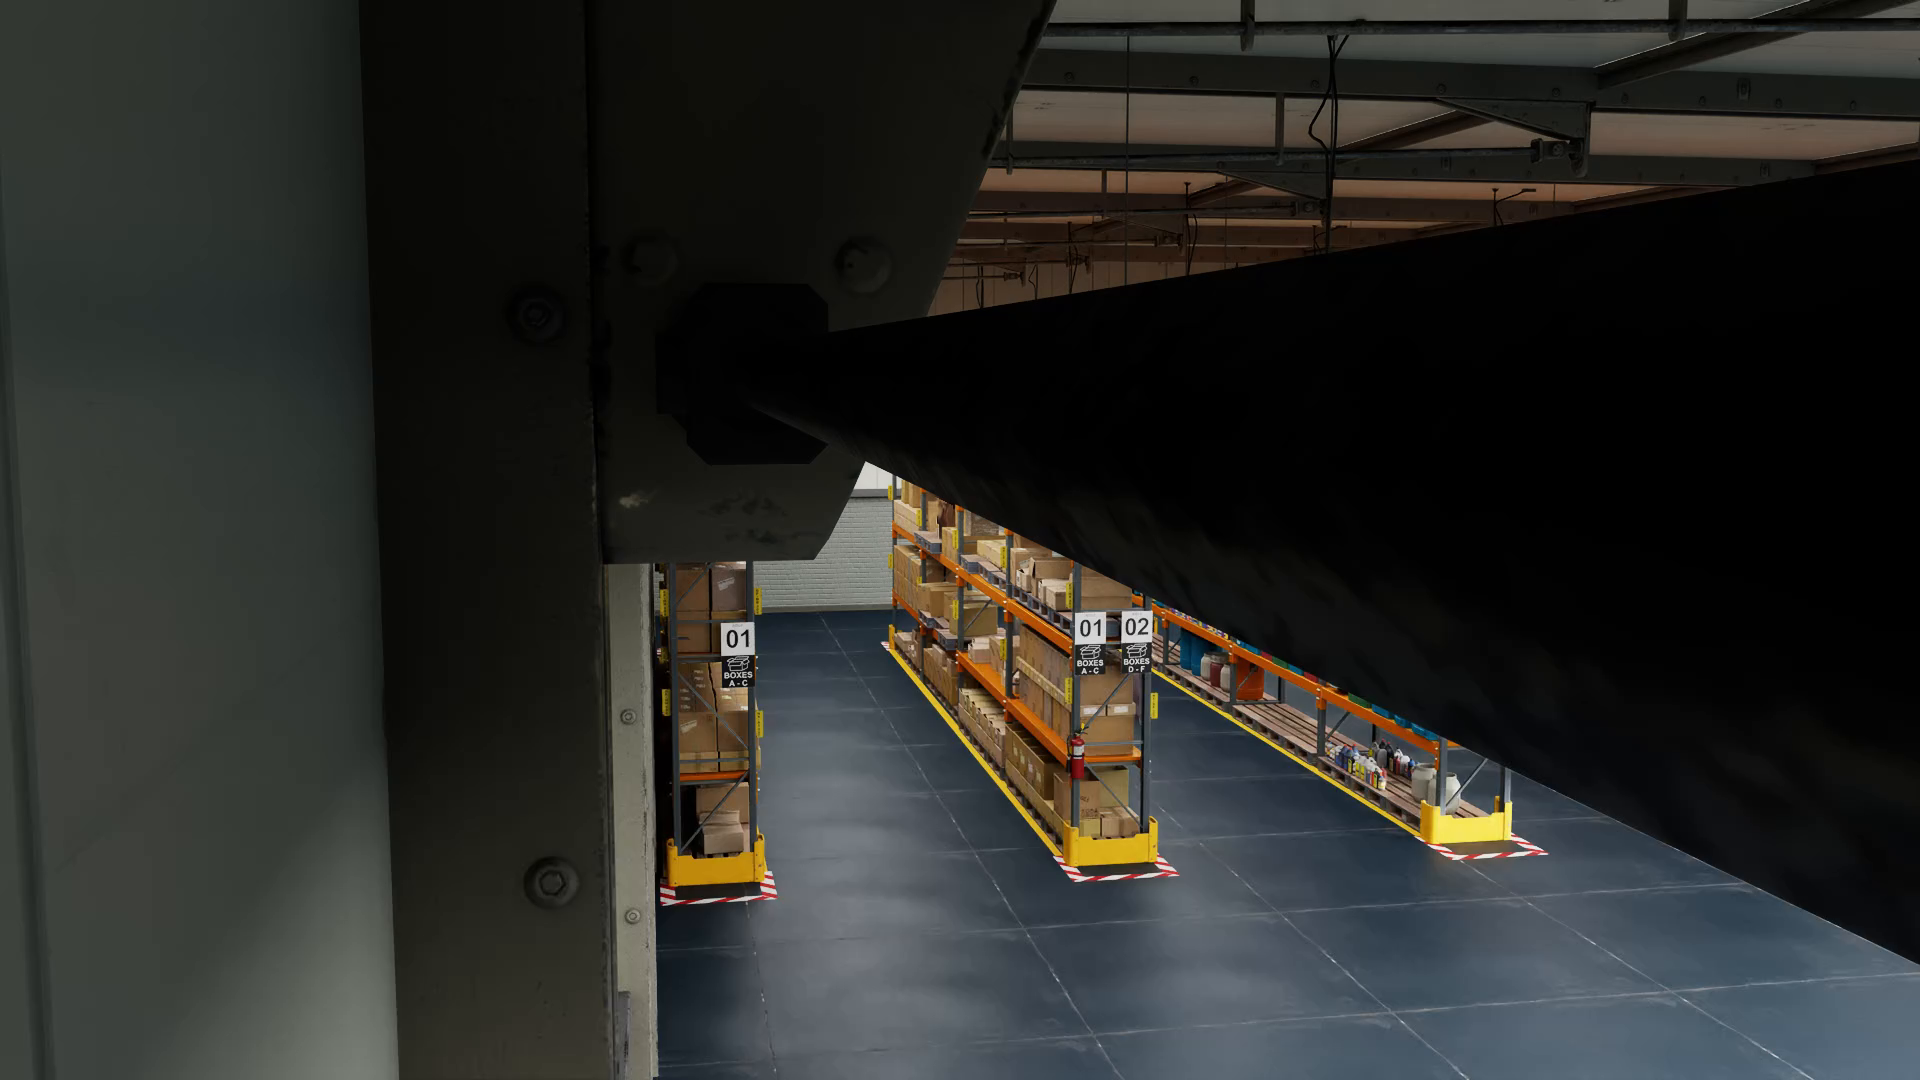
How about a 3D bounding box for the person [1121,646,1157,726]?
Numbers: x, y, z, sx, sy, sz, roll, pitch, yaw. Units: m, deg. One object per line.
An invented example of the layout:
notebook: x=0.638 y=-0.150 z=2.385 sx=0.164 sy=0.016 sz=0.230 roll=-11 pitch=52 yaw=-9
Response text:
person: x=3.134 y=2.348 z=28.971 sx=0.576 sy=1.652 sz=0.937 roll=-2 pitch=7 yaw=-19
